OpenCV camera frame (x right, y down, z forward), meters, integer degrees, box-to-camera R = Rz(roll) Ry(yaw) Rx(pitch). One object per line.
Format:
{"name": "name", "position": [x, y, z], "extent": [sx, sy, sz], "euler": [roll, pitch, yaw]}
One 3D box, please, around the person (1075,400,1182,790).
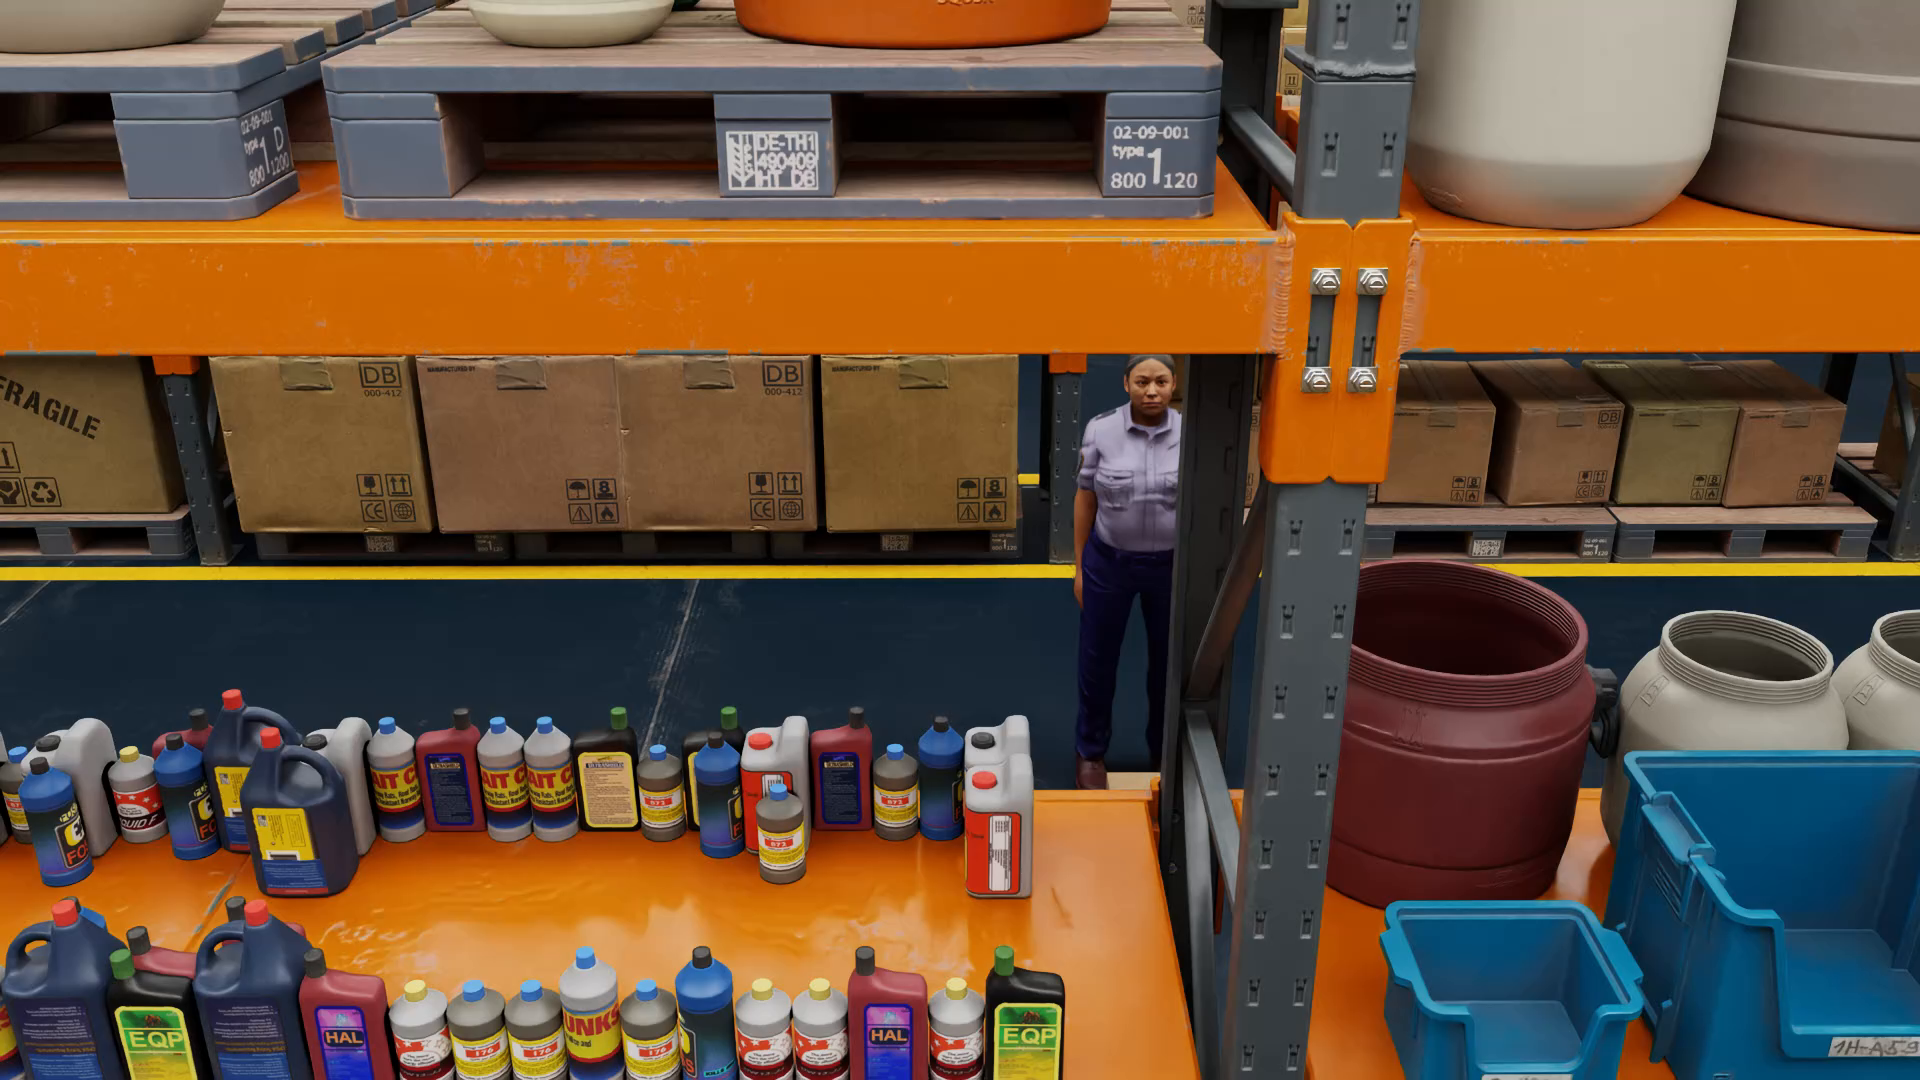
{"name": "person", "position": [0.634, 0.221, 5.860], "extent": [0.470, 1.423, 0.359], "euler": [0, 24, 0]}
